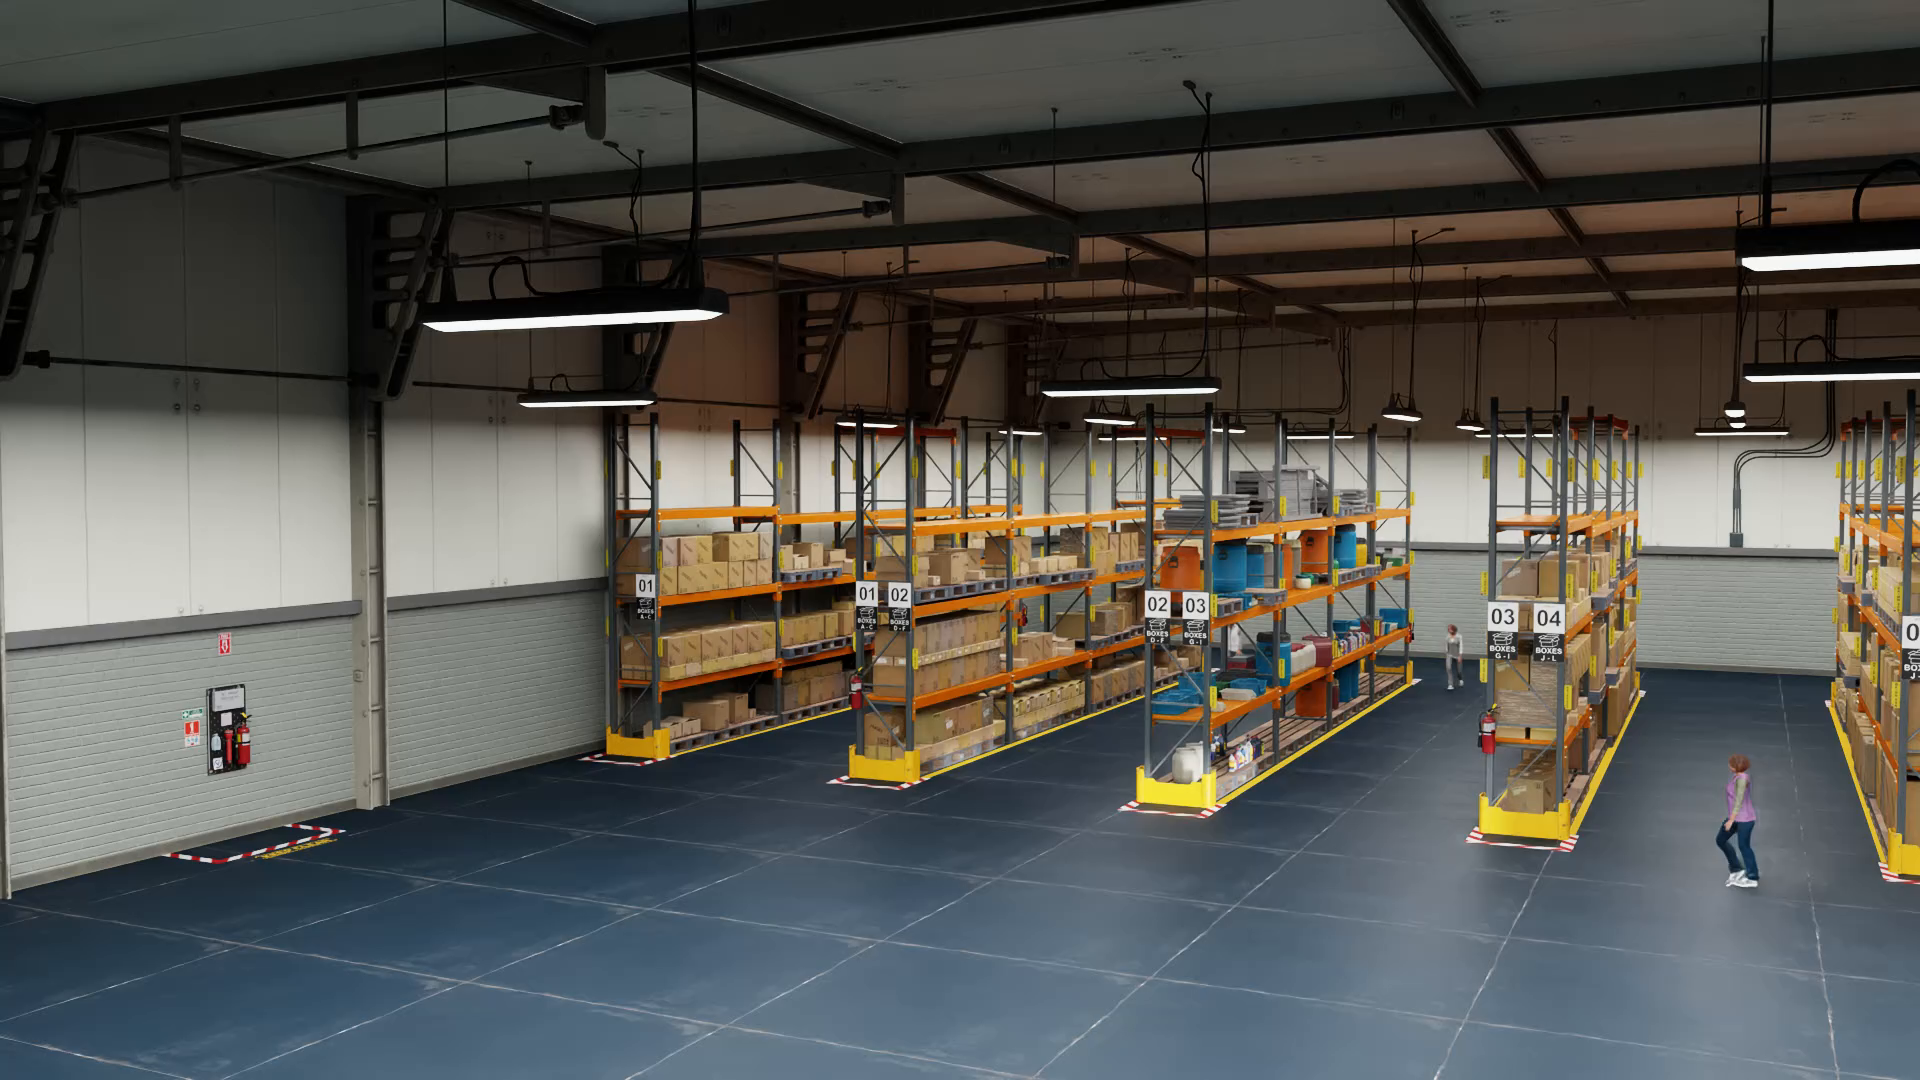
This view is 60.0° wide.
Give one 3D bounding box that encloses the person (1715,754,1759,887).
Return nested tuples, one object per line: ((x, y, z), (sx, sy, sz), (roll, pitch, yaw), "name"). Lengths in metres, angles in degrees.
((9.321, 3.364, 19.877), (0.463, 1.623, 0.405), (0, 2, 7), "person")

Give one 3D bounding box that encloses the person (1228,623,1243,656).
((6.377, 2.526, 38.922), (0.531, 1.642, 1.018), (1, 3, 30), "person")

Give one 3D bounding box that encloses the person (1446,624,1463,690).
((11.303, 2.652, 38.030), (0.405, 1.479, 0.893), (1, 3, 30), "person")
